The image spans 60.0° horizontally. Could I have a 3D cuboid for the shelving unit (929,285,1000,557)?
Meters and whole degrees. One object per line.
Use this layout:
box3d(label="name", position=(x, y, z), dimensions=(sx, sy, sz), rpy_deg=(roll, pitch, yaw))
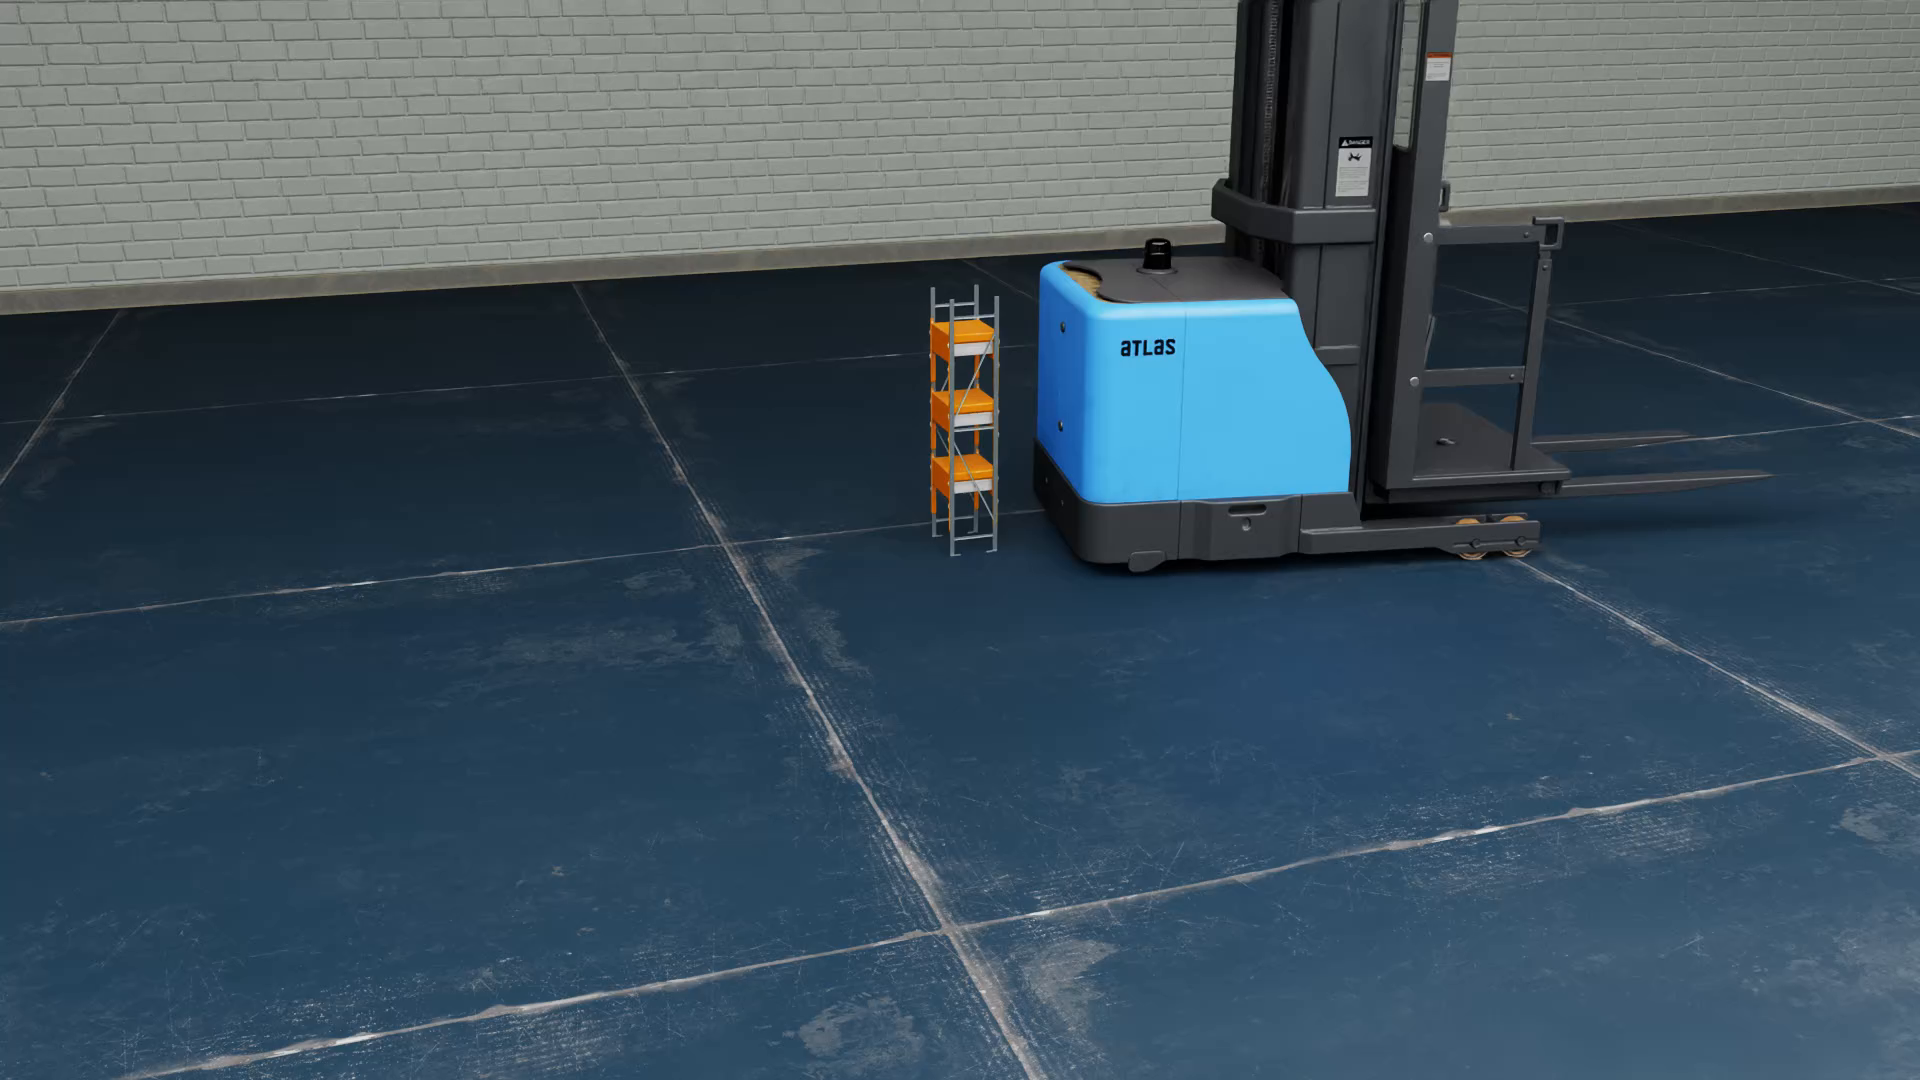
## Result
box3d(label="shelving unit", position=(0.017, -0.477, 6.691), dimensions=(0.215, 1.050, 0.252), rpy_deg=(-6, 21, -17))

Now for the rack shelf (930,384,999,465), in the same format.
box3d(label="rack shelf", position=(0.017, -0.467, 6.695), dimensions=(0.215, 0.259, 0.240), rpy_deg=(-6, 21, -17))

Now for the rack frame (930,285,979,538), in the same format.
box3d(label="rack frame", position=(-0.022, -0.516, 6.800), dimensions=(0.200, 1.050, 0.008), rpy_deg=(-6, 21, -17))

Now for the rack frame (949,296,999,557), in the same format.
box3d(label="rack frame", position=(0.055, -0.438, 6.582), dimensions=(0.200, 1.050, 0.008), rpy_deg=(-6, 21, -17))

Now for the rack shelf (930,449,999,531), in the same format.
box3d(label="rack shelf", position=(0.017, -0.205, 6.789), dimensions=(0.215, 0.259, 0.240), rpy_deg=(-6, 21, -17))

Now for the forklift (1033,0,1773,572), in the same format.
box3d(label="forklift", position=(1.886, -1.471, 6.676), dimensions=(3.031, 2.935, 1.130), rpy_deg=(-3, 20, -9))

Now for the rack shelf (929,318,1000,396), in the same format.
box3d(label="rack shelf", position=(0.017, -0.734, 6.599), dimensions=(0.215, 0.259, 0.240), rpy_deg=(-6, 21, -17))
